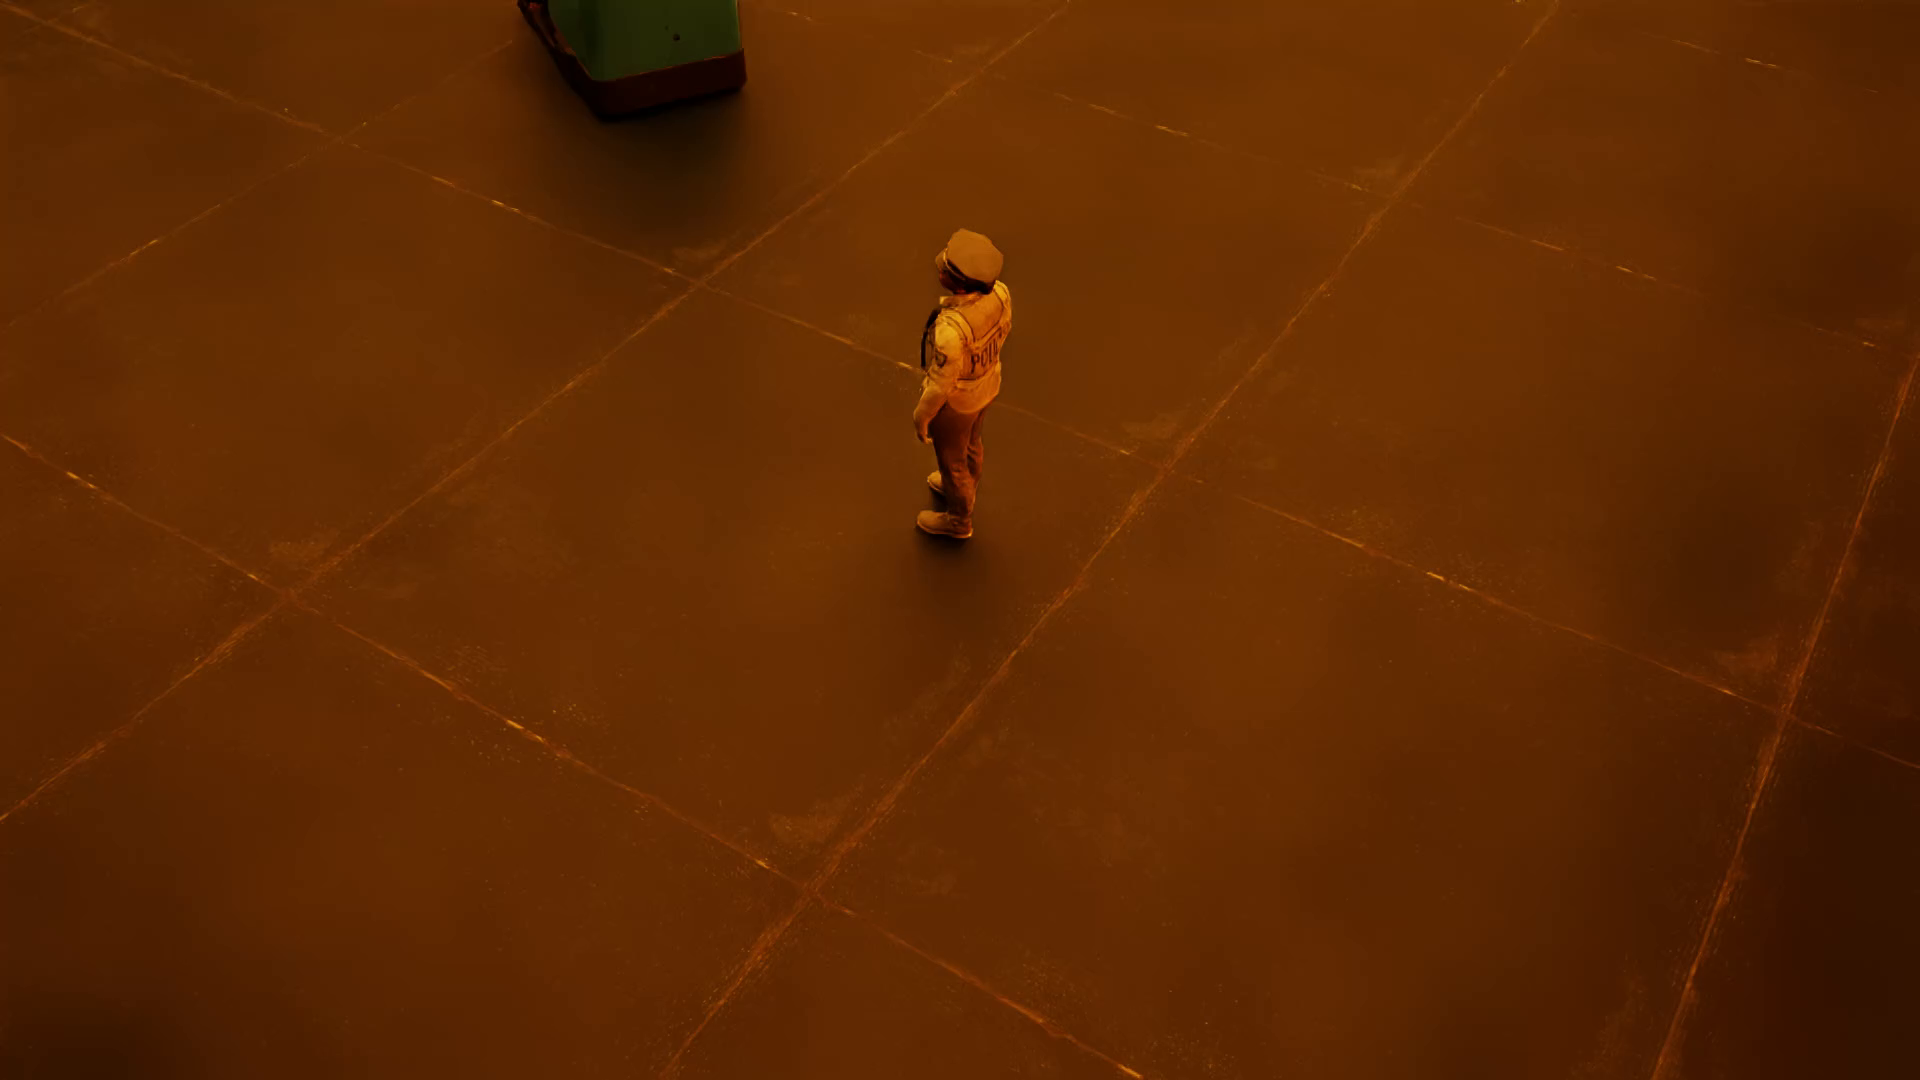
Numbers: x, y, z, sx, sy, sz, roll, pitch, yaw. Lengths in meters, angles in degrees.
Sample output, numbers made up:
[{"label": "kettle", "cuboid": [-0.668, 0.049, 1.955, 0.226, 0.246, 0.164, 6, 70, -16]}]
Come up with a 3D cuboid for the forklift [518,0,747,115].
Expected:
[{"label": "forklift", "cuboid": [-2.525, -4.837, 10.950, 1.130, 2.935, 3.031, -19, 47, -19]}]

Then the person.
[{"label": "person", "cuboid": [-0.052, -0.678, 7.394, 0.534, 1.695, 0.586, 24, 48, 23]}]
